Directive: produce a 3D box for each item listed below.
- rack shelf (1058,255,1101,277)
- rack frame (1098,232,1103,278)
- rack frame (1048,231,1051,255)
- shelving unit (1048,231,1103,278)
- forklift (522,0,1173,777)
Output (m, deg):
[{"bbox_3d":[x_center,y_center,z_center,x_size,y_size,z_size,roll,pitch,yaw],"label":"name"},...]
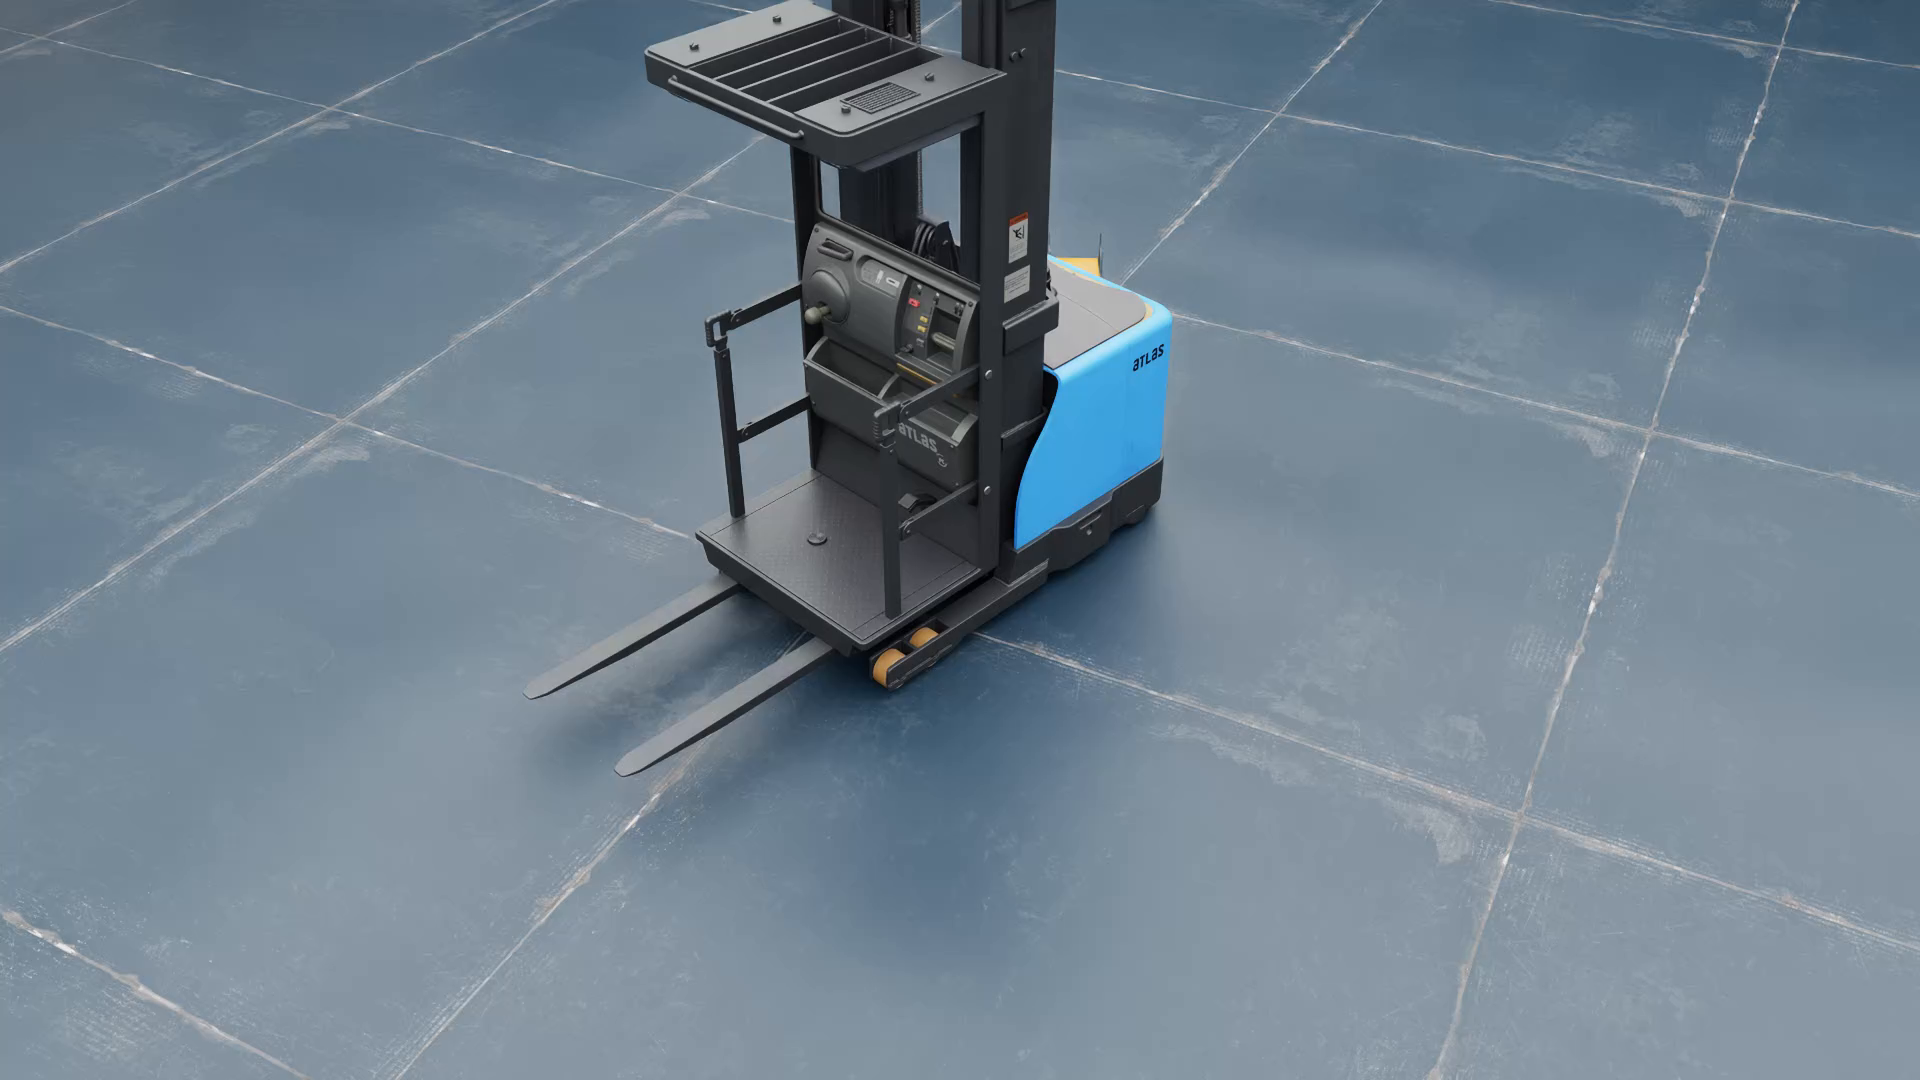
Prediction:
[{"bbox_3d":[0.548,-1.214,8.029,0.240,0.259,0.215,1,37,1],"label":"rack shelf"},{"bbox_3d":[0.670,-0.994,8.192,0.008,1.050,0.200,1,37,1],"label":"rack frame"},{"bbox_3d":[0.427,-0.998,8.197,0.008,1.050,0.200,1,37,1],"label":"rack frame"},{"bbox_3d":[0.548,-0.996,8.194,0.252,1.050,0.215,1,37,1],"label":"shelving unit"},{"bbox_3d":[-0.438,-0.898,6.509,1.130,2.935,3.031,31,47,34],"label":"forklift"}]
